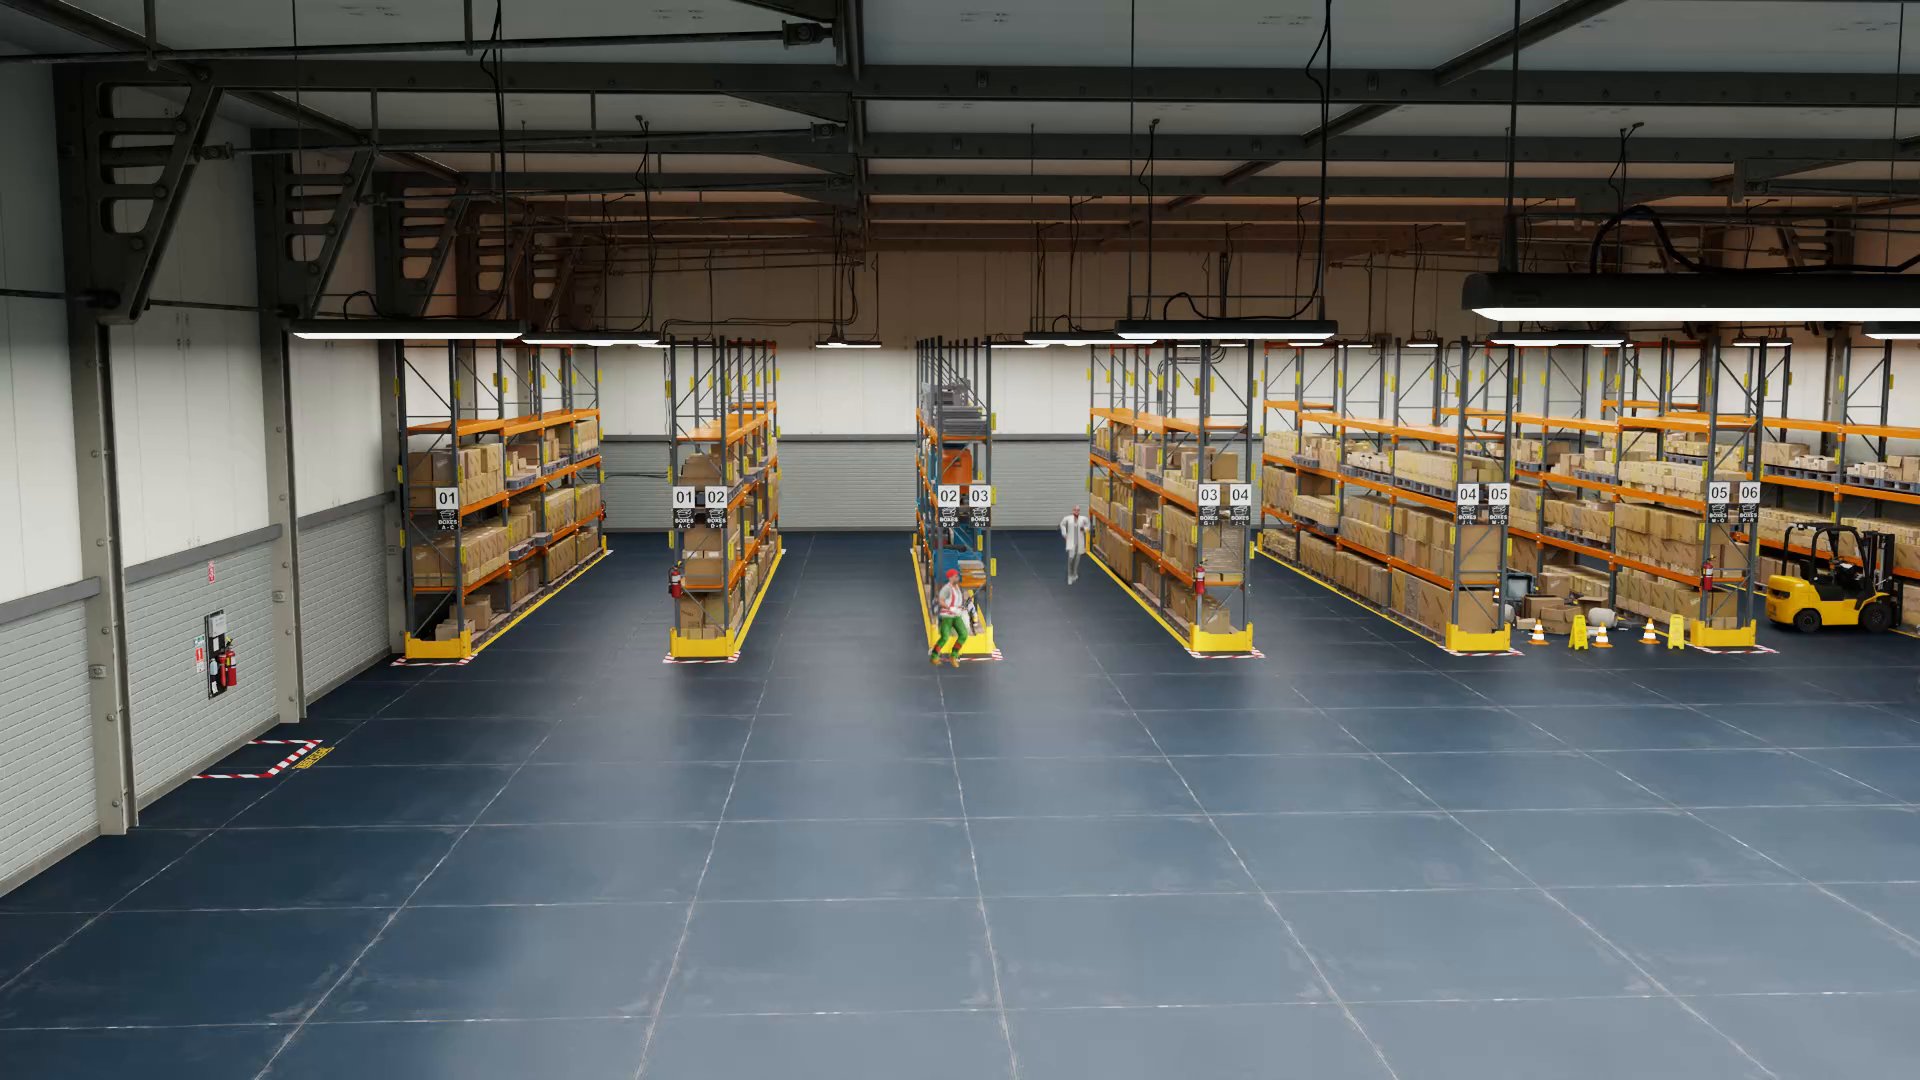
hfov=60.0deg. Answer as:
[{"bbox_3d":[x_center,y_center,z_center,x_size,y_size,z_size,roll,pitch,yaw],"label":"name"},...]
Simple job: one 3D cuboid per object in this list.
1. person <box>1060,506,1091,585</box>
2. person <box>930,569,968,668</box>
[{"bbox_3d":[2.749,0.112,39.452,0.694,1.864,0.793,0,7,-3],"label":"person"},{"bbox_3d":[-0.159,1.398,30.252,0.663,1.750,0.709,5,8,37],"label":"person"}]
